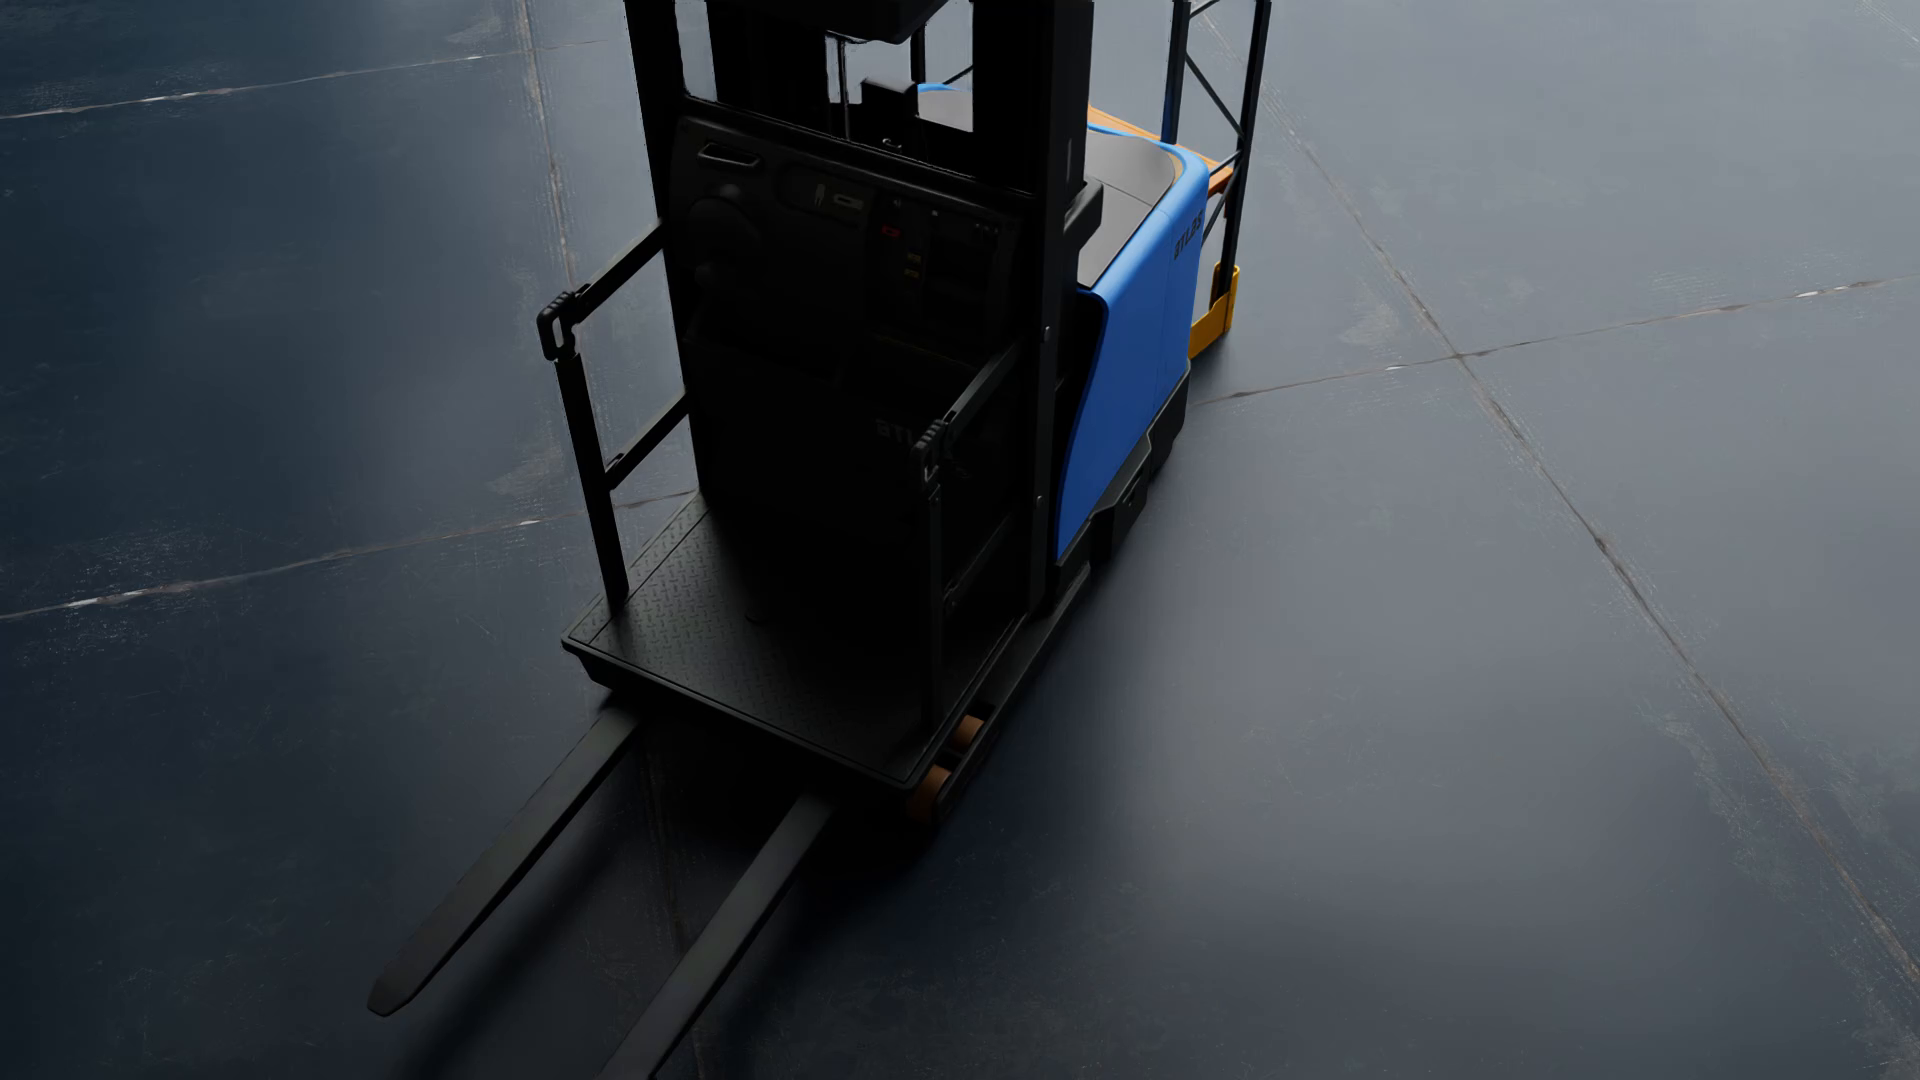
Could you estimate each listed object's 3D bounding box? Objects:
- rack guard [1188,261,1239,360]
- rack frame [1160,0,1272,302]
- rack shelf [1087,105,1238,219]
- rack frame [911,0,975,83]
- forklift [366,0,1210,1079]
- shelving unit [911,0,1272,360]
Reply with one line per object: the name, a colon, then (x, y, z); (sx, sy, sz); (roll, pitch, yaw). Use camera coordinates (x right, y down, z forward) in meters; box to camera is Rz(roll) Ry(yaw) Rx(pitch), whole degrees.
rack guard: (0.765, -0.726, 5.786); (0.087, 0.250, 0.587); (32, 53, 27)
rack frame: (0.780, -1.154, 5.331); (0.032, 1.500, 0.500); (32, 53, 27)
rack shelf: (0.396, -1.266, 5.693); (1.000, 0.185, 0.538); (32, 53, 27)
rack frame: (0.012, -1.630, 5.798); (0.032, 1.500, 0.500); (32, 53, 27)
forklift: (-0.386, -0.629, 3.815); (1.130, 2.935, 3.031); (21, 49, 19)
shelving unit: (0.389, -1.396, 5.568); (1.083, 1.500, 0.587); (32, 53, 27)
